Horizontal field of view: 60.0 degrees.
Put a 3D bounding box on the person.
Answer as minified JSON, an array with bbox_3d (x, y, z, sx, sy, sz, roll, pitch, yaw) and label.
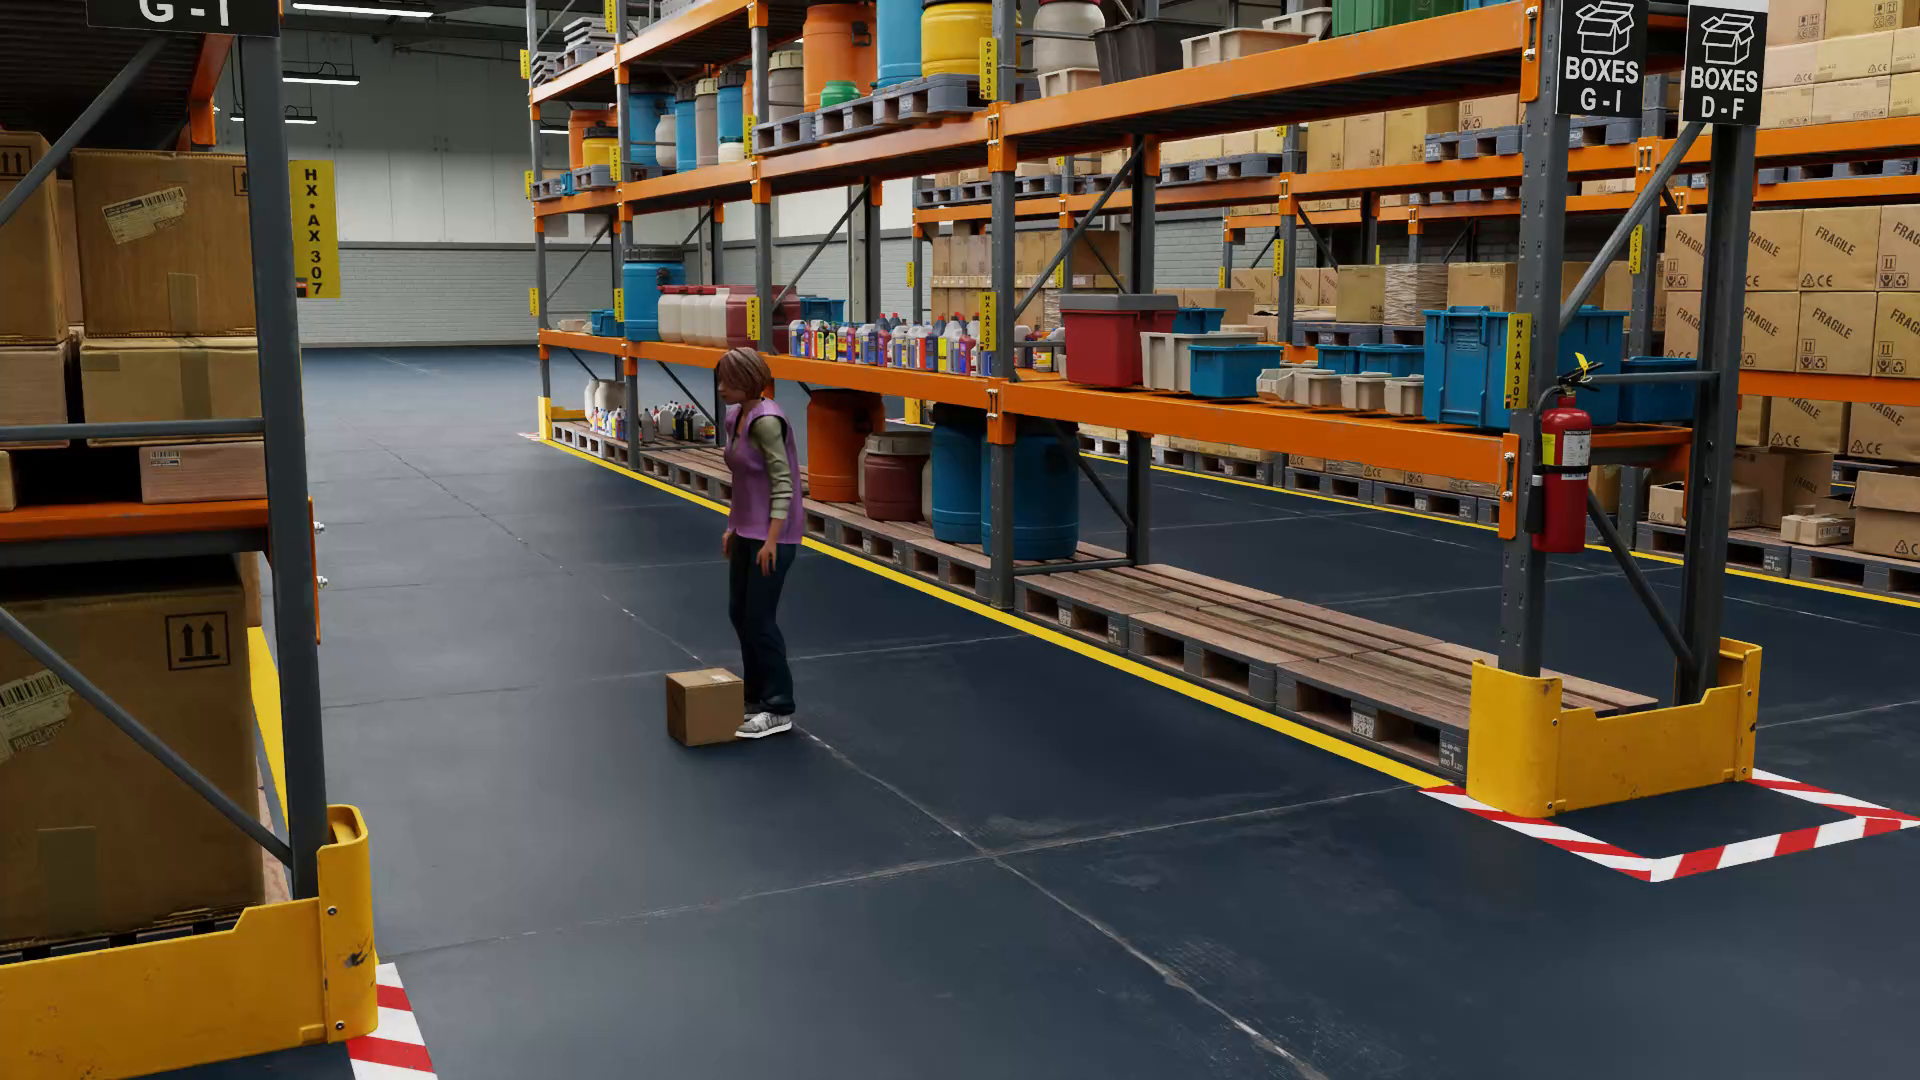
[{"bbox_3d":[-0.833,0.060,6.862,0.340,1.481,0.484,-5,10,-29],"label":"person"}]
